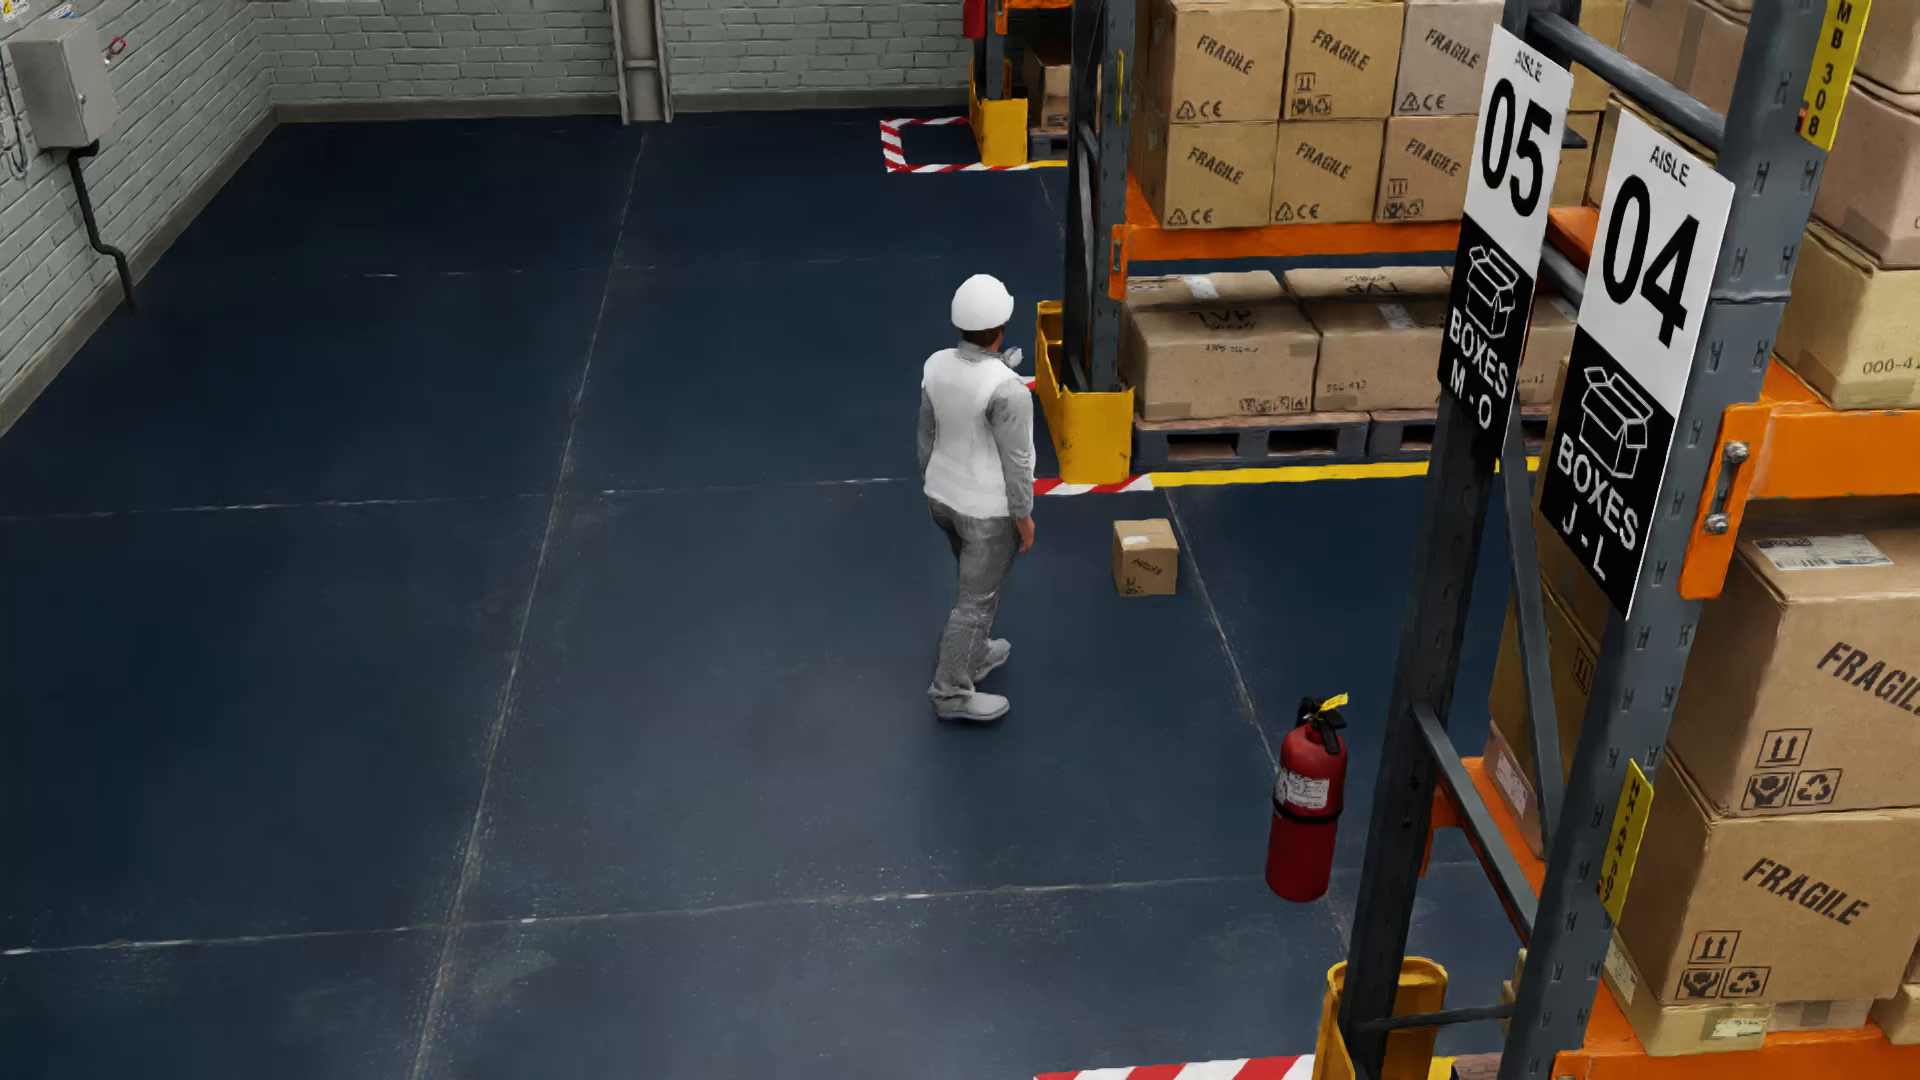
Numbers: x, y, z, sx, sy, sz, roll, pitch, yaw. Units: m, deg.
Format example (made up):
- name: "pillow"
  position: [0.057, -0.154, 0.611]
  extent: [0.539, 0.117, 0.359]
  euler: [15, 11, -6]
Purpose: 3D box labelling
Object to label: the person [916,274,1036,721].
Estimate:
- name: "person"
  position: [0.062, -0.157, 6.369]
  extent: [0.565, 1.769, 0.554]
  euler: [-22, 37, -32]
